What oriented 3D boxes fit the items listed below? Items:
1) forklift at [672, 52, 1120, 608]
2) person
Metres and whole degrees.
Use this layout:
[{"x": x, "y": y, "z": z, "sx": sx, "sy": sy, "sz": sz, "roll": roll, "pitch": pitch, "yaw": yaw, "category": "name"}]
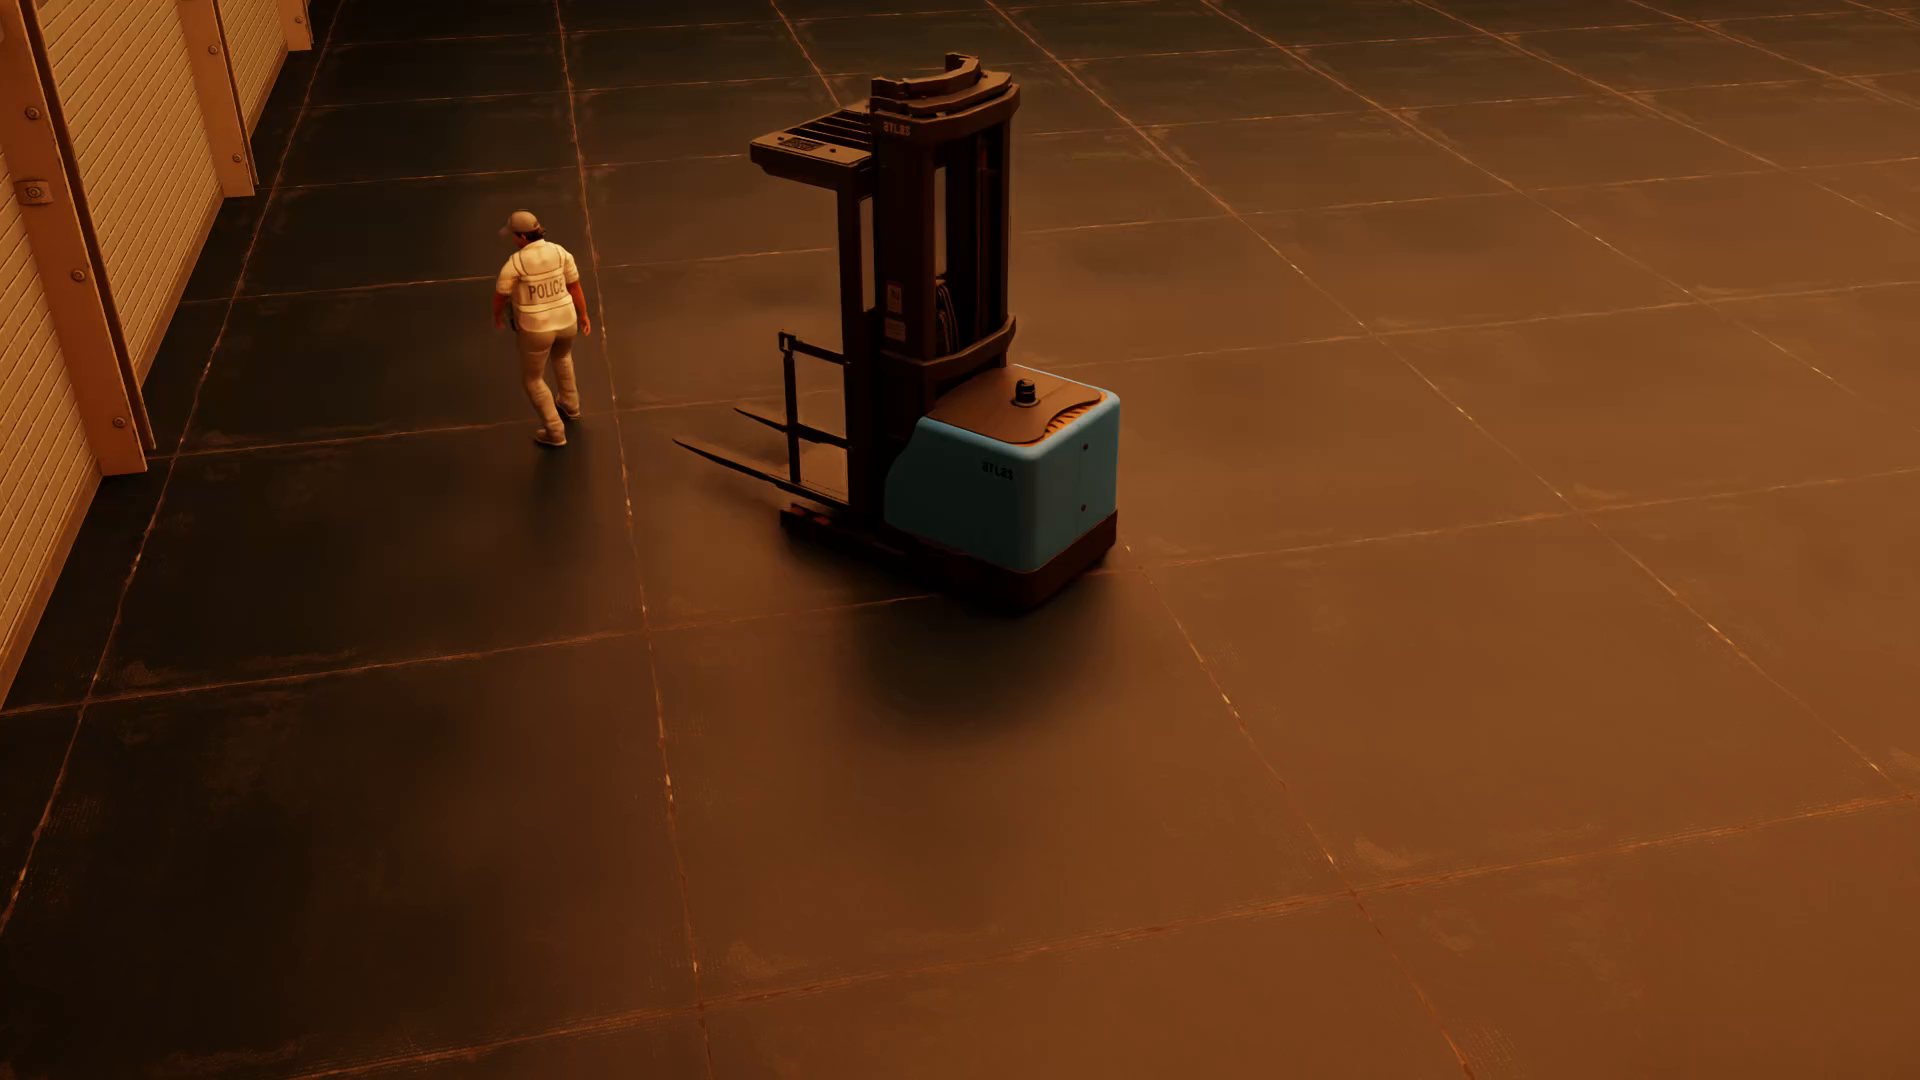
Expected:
[{"x": -0.525, "y": -1.448, "z": 10.075, "sx": 3.031, "sy": 2.935, "sz": 1.130, "roll": 20, "pitch": 36, "yaw": 31, "category": "forklift"}, {"x": -2.870, "y": -1.511, "z": 11.510, "sx": 0.599, "sy": 1.613, "sz": 0.648, "roll": -26, "pitch": 39, "yaw": -37, "category": "person"}]
